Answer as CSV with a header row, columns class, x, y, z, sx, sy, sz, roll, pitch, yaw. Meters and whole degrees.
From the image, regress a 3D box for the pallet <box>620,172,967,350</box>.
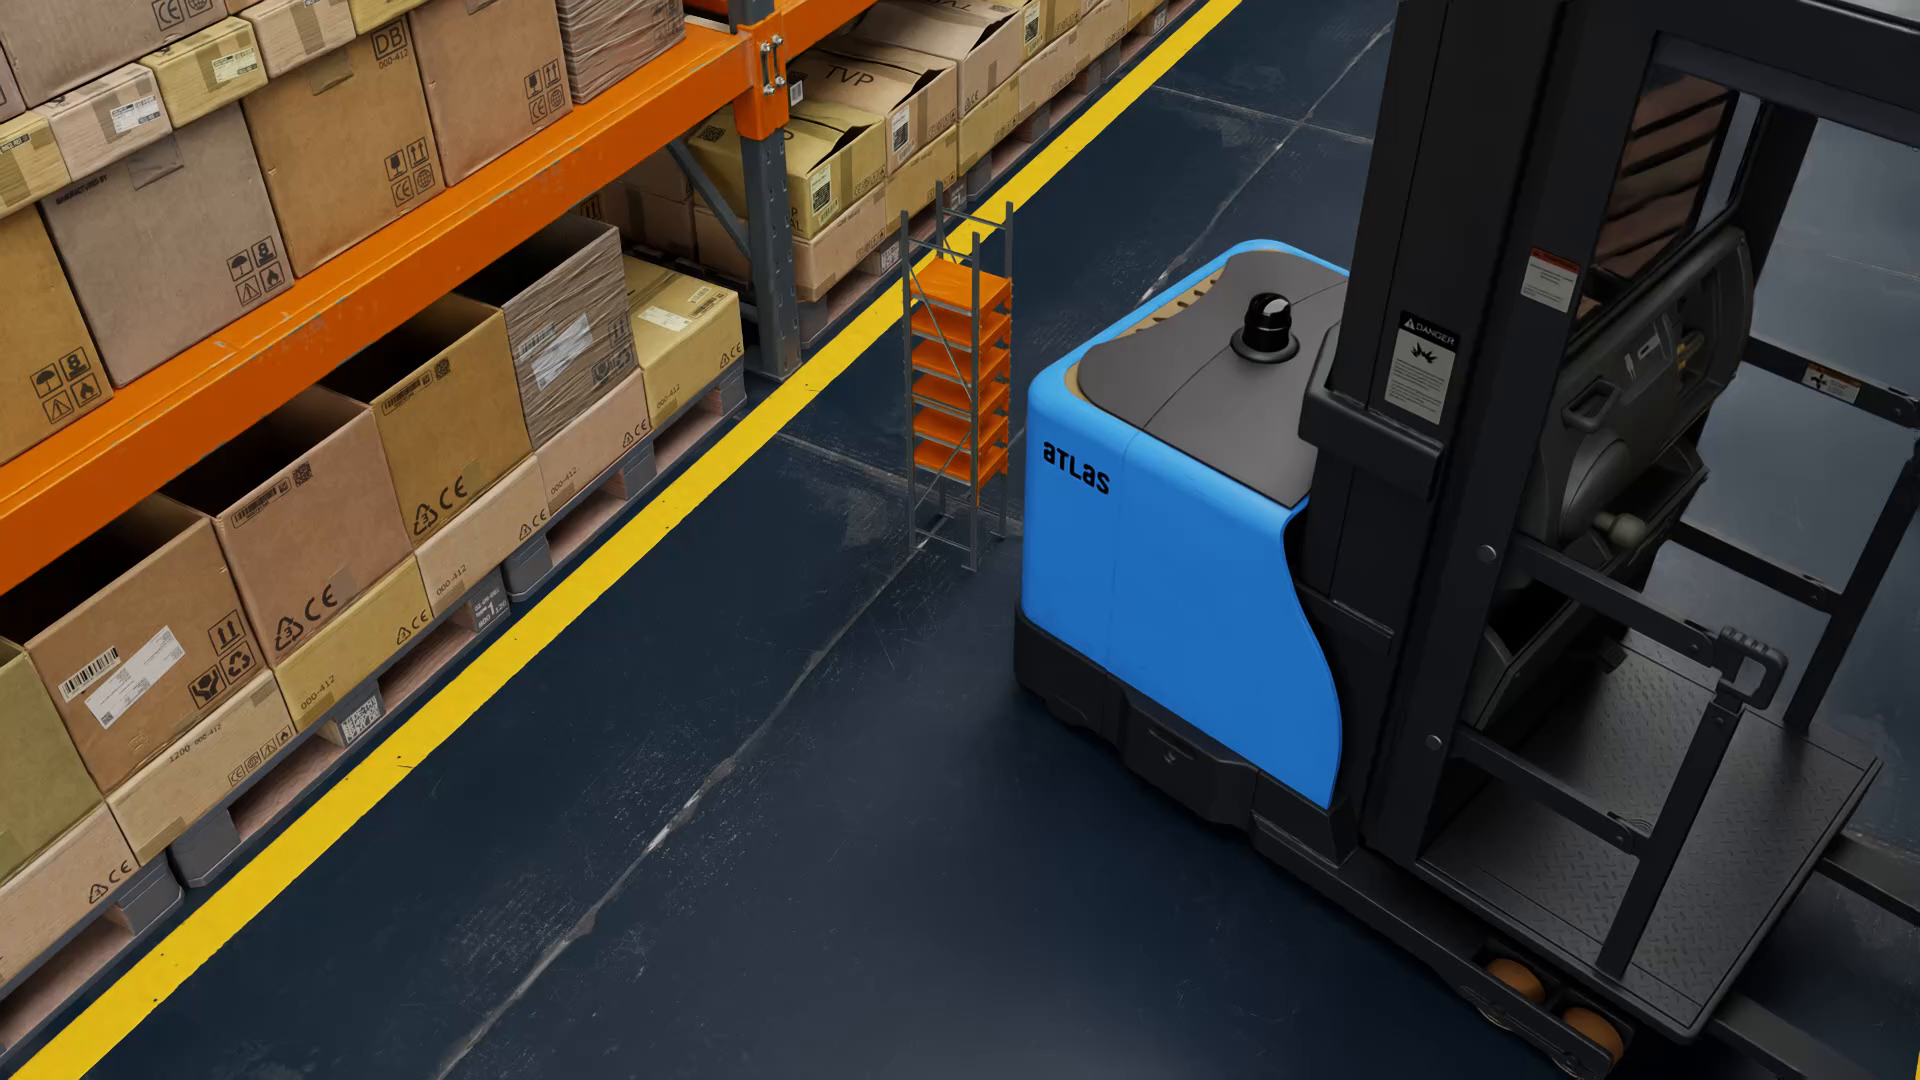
class,x,y,z,sx,sy,sz,roll,pitch,yaw
pallet,-0.693,-1.267,6.528,1.003,0.211,1.213,21,45,22

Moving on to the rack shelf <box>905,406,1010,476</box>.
class,x,y,z,sx,sy,sz,roll,pitch,yaw
rack shelf,-0.007,-0.319,4.953,0.258,0.103,0.180,21,45,22

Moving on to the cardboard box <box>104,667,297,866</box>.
class,x,y,z,sx,sy,sz,roll,pitch,yaw
cardboard box,-2.071,0.478,4.200,0.500,0.250,0.500,21,45,22

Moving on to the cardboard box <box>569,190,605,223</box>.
class,x,y,z,sx,sy,sz,roll,pitch,yaw
cardboard box,-1.531,-1.124,5.452,0.500,0.500,0.500,21,45,22

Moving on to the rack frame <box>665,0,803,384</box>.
class,x,y,z,sx,sy,sz,roll,pitch,yaw
rack frame,-1.027,-1.879,5.113,1.000,3.000,0.127,21,45,22

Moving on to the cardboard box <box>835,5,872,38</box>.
class,x,y,z,sx,sy,sz,roll,pitch,yaw
cardboard box,-0.566,-2.126,6.733,0.500,0.311,0.500,21,45,22

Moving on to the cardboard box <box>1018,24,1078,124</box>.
class,x,y,z,sx,sy,sz,roll,pitch,yaw
cardboard box,0.158,-2.033,7.052,0.500,0.250,0.500,22,46,23

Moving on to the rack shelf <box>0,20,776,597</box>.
class,x,y,z,sx,sy,sz,roll,pitch,yaw
rack shelf,-2.028,-0.464,4.052,1.077,0.370,4.000,21,45,22

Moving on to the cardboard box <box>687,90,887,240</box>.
class,x,y,z,sx,sy,sz,roll,pitch,yaw
cardboard box,-0.605,-1.369,5.873,0.500,0.311,0.500,21,46,22

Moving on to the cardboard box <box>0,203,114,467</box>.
class,x,y,z,sx,sy,sz,roll,pitch,yaw
cardboard box,-2.272,-0.474,3.443,0.700,0.500,0.500,21,46,22

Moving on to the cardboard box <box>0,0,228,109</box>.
class,x,y,z,sx,sy,sz,roll,pitch,yaw
cardboard box,-1.997,-1.285,3.383,0.700,0.500,0.500,21,46,22

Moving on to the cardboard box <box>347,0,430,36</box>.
class,x,y,z,sx,sy,sz,roll,pitch,yaw
cardboard box,-1.489,-1.351,3.948,0.380,0.149,0.250,21,45,22

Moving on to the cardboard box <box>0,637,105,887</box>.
class,x,y,z,sx,sy,sz,roll,pitch,yaw
cardboard box,-2.320,0.483,3.627,0.500,0.500,0.500,21,45,22

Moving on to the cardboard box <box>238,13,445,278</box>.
class,x,y,z,sx,sy,sz,roll,pitch,yaw
cardboard box,-1.757,-1.070,4.120,0.700,0.500,0.500,22,46,23

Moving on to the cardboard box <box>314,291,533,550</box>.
class,x,y,z,sx,sy,sz,roll,pitch,yaw
cardboard box,-1.577,-0.378,4.605,0.500,0.500,0.500,21,45,22

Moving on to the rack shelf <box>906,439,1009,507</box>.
class,x,y,z,sx,sy,sz,roll,pitch,yaw
rack shelf,-0.007,-0.229,5.032,0.258,0.103,0.180,21,45,22

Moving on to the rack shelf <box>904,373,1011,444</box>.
class,x,y,z,sx,sy,sz,roll,pitch,yaw
rack shelf,-0.007,-0.409,4.873,0.258,0.103,0.180,21,45,22

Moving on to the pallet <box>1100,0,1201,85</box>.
class,x,y,z,sx,sy,sz,roll,pitch,yaw
pallet,0.528,-2.663,8.114,1.003,0.211,1.213,21,45,22

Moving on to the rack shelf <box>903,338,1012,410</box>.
class,x,y,z,sx,sy,sz,roll,pitch,yaw
rack shelf,-0.007,-0.499,4.794,0.258,0.103,0.180,21,45,22

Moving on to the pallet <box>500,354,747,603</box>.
class,x,y,z,sx,sy,sz,roll,pitch,yaw
pallet,-1.462,-0.391,5.534,1.003,0.211,1.213,21,45,22

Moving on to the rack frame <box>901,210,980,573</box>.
class,x,y,z,sx,sy,sz,roll,pitch,yaw
rack frame,-0.053,-0.390,4.785,0.240,1.200,0.006,21,45,22

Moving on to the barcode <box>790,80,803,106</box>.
class,x,y,z,sx,sy,sz,roll,pitch,yaw
barcode,-0.539,-1.474,5.486,0.001,0.075,0.075,21,45,22

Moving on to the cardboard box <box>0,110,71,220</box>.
class,x,y,z,sx,sy,sz,roll,pitch,yaw
cardboard box,-2.004,-0.762,3.279,0.380,0.149,0.250,20,45,22

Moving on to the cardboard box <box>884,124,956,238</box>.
class,x,y,z,sx,sy,sz,roll,pitch,yaw
cardboard box,-0.354,-1.445,6.384,0.500,0.250,0.500,22,46,23

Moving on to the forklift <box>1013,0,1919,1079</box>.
class,x,y,z,sx,sy,sz,roll,pitch,yaw
forklift,1.570,-0.251,3.318,3.031,2.935,1.130,32,50,31

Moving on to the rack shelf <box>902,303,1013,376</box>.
class,x,y,z,sx,sy,sz,roll,pitch,yaw
rack shelf,-0.007,-0.589,4.715,0.258,0.103,0.180,21,45,22

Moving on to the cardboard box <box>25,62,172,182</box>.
class,x,y,z,sx,sy,sz,roll,pitch,yaw
cardboard box,-1.876,-0.903,3.440,0.380,0.149,0.250,21,46,22

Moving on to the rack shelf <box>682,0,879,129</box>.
class,x,y,z,sx,sy,sz,roll,pitch,yaw
rack shelf,-0.027,-2.753,6.651,1.077,0.370,4.000,21,45,22

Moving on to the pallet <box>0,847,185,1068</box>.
class,x,y,z,sx,sy,sz,roll,pitch,yaw
pallet,-2.683,1.005,3.949,1.003,0.211,1.213,21,45,22

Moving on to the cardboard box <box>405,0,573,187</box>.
class,x,y,z,sx,sy,sz,roll,pitch,yaw
cardboard box,-1.502,-1.356,4.445,0.700,0.500,0.500,20,45,22

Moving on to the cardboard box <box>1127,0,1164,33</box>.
class,x,y,z,sx,sy,sz,roll,pitch,yaw
cardboard box,0.667,-2.615,7.713,0.500,0.250,0.500,20,45,22

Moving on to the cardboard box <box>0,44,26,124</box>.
class,x,y,z,sx,sy,sz,roll,pitch,yaw
cardboard box,-2.248,-0.999,3.057,0.700,0.500,0.500,21,46,22

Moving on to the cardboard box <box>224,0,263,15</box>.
class,x,y,z,sx,sy,sz,roll,pitch,yaw
cardboard box,-1.747,-1.571,3.707,0.700,0.500,0.500,21,45,22

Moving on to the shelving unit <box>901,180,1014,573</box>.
class,x,y,z,sx,sy,sz,roll,pitch,yaw
shelving unit,-0.007,-0.442,4.844,0.258,1.200,0.189,21,45,22

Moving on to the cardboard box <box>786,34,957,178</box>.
class,x,y,z,sx,sy,sz,roll,pitch,yaw
cardboard box,-0.350,-1.653,6.196,0.500,0.311,0.500,20,45,22

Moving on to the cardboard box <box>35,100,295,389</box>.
class,x,y,z,sx,sy,sz,roll,pitch,yaw
cardboard box,-2.012,-0.777,3.787,0.700,0.500,0.500,22,46,23

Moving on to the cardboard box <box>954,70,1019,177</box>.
class,x,y,z,sx,sy,sz,roll,pitch,yaw
cardboard box,-0.097,-1.742,6.722,0.500,0.250,0.500,20,45,21

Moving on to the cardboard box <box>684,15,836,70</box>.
class,x,y,z,sx,sy,sz,roll,pitch,yaw
cardboard box,-0.818,-1.841,6.409,0.500,0.311,0.500,22,46,23

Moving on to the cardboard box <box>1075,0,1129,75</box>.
class,x,y,z,sx,sy,sz,roll,pitch,yaw
cardboard box,0.413,-2.328,7.387,0.500,0.250,0.500,22,46,23

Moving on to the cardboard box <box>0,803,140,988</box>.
class,x,y,z,sx,sy,sz,roll,pitch,yaw
cardboard box,-2.321,0.764,3.876,0.500,0.250,0.500,21,45,22

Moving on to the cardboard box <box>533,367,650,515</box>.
class,x,y,z,sx,sy,sz,roll,pitch,yaw
cardboard box,-1.329,-0.384,5.179,0.500,0.250,0.500,21,45,22

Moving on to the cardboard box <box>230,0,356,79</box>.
class,x,y,z,sx,sy,sz,roll,pitch,yaw
cardboard box,-1.615,-1.207,3.784,0.380,0.149,0.250,22,46,23

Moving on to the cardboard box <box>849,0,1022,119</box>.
class,x,y,z,sx,sy,sz,roll,pitch,yaw
cardboard box,-0.092,-1.950,6.533,0.500,0.311,0.500,19,45,21

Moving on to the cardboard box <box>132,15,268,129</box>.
class,x,y,z,sx,sy,sz,roll,pitch,yaw
cardboard box,-1.745,-1.054,3.611,0.380,0.149,0.250,22,46,23

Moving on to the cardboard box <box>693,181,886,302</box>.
class,x,y,z,sx,sy,sz,roll,pitch,yaw
cardboard box,-0.611,-1.153,6.052,0.500,0.250,0.500,20,45,21

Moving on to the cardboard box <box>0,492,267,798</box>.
class,x,y,z,sx,sy,sz,roll,pitch,yaw
cardboard box,-2.080,0.193,3.957,0.500,0.500,0.500,21,45,22

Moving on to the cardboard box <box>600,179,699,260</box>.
class,x,y,z,sx,sy,sz,roll,pitch,yaw
cardboard box,-1.071,-1.337,6.262,0.500,0.250,0.500,20,45,22

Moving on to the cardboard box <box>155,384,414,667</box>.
class,x,y,z,sx,sy,sz,roll,pitch,yaw
cardboard box,-1.815,-0.088,4.275,0.500,0.500,0.500,21,45,22

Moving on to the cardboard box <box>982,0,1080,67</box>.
class,x,y,z,sx,sy,sz,roll,pitch,yaw
cardboard box,0.163,-2.249,6.872,0.500,0.311,0.500,22,46,23

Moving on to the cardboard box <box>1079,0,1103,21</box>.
class,x,y,z,sx,sy,sz,roll,pitch,yaw
cardboard box,0.416,-2.535,7.197,0.500,0.311,0.500,21,45,22

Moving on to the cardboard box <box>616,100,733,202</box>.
class,x,y,z,sx,sy,sz,roll,pitch,yaw
cardboard box,-1.073,-1.541,6.069,0.500,0.311,0.500,21,45,22

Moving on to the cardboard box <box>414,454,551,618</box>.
class,x,y,z,sx,sy,sz,roll,pitch,yaw
cardboard box,-1.566,-0.093,4.848,0.500,0.250,0.500,21,45,22

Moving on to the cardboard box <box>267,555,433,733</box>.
class,x,y,z,sx,sy,sz,roll,pitch,yaw
cardboard box,-1.816,0.194,4.523,0.500,0.250,0.500,21,45,22

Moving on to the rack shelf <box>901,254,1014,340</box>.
class,x,y,z,sx,sy,sz,roll,pitch,yaw
rack shelf,-0.007,-0.679,4.635,0.258,0.103,0.180,21,45,22

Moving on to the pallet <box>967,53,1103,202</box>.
class,x,y,z,sx,sy,sz,roll,pitch,yaw
pallet,-0.083,-1.967,7.324,1.003,0.211,1.213,21,45,22

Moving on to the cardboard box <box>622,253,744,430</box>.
class,x,y,z,sx,sy,sz,roll,pitch,yaw
cardboard box,-1.070,-0.667,5.500,0.500,0.250,0.500,21,45,22

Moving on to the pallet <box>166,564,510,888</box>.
class,x,y,z,sx,sy,sz,roll,pitch,yaw
pallet,-2.071,0.310,4.738,1.003,0.211,1.213,21,45,22

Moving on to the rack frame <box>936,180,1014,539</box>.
class,x,y,z,sx,sy,sz,roll,pitch,yaw
rack frame,0.039,-0.494,4.904,0.240,1.200,0.006,21,45,22

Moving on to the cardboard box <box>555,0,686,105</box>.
class,x,y,z,sx,sy,sz,roll,pitch,yaw
cardboard box,-1.244,-1.660,4.790,0.700,0.500,0.500,20,45,21

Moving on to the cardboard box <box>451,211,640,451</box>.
class,x,y,z,sx,sy,sz,roll,pitch,yaw
cardboard box,-1.331,-0.666,4.932,0.500,0.500,0.500,21,45,22
